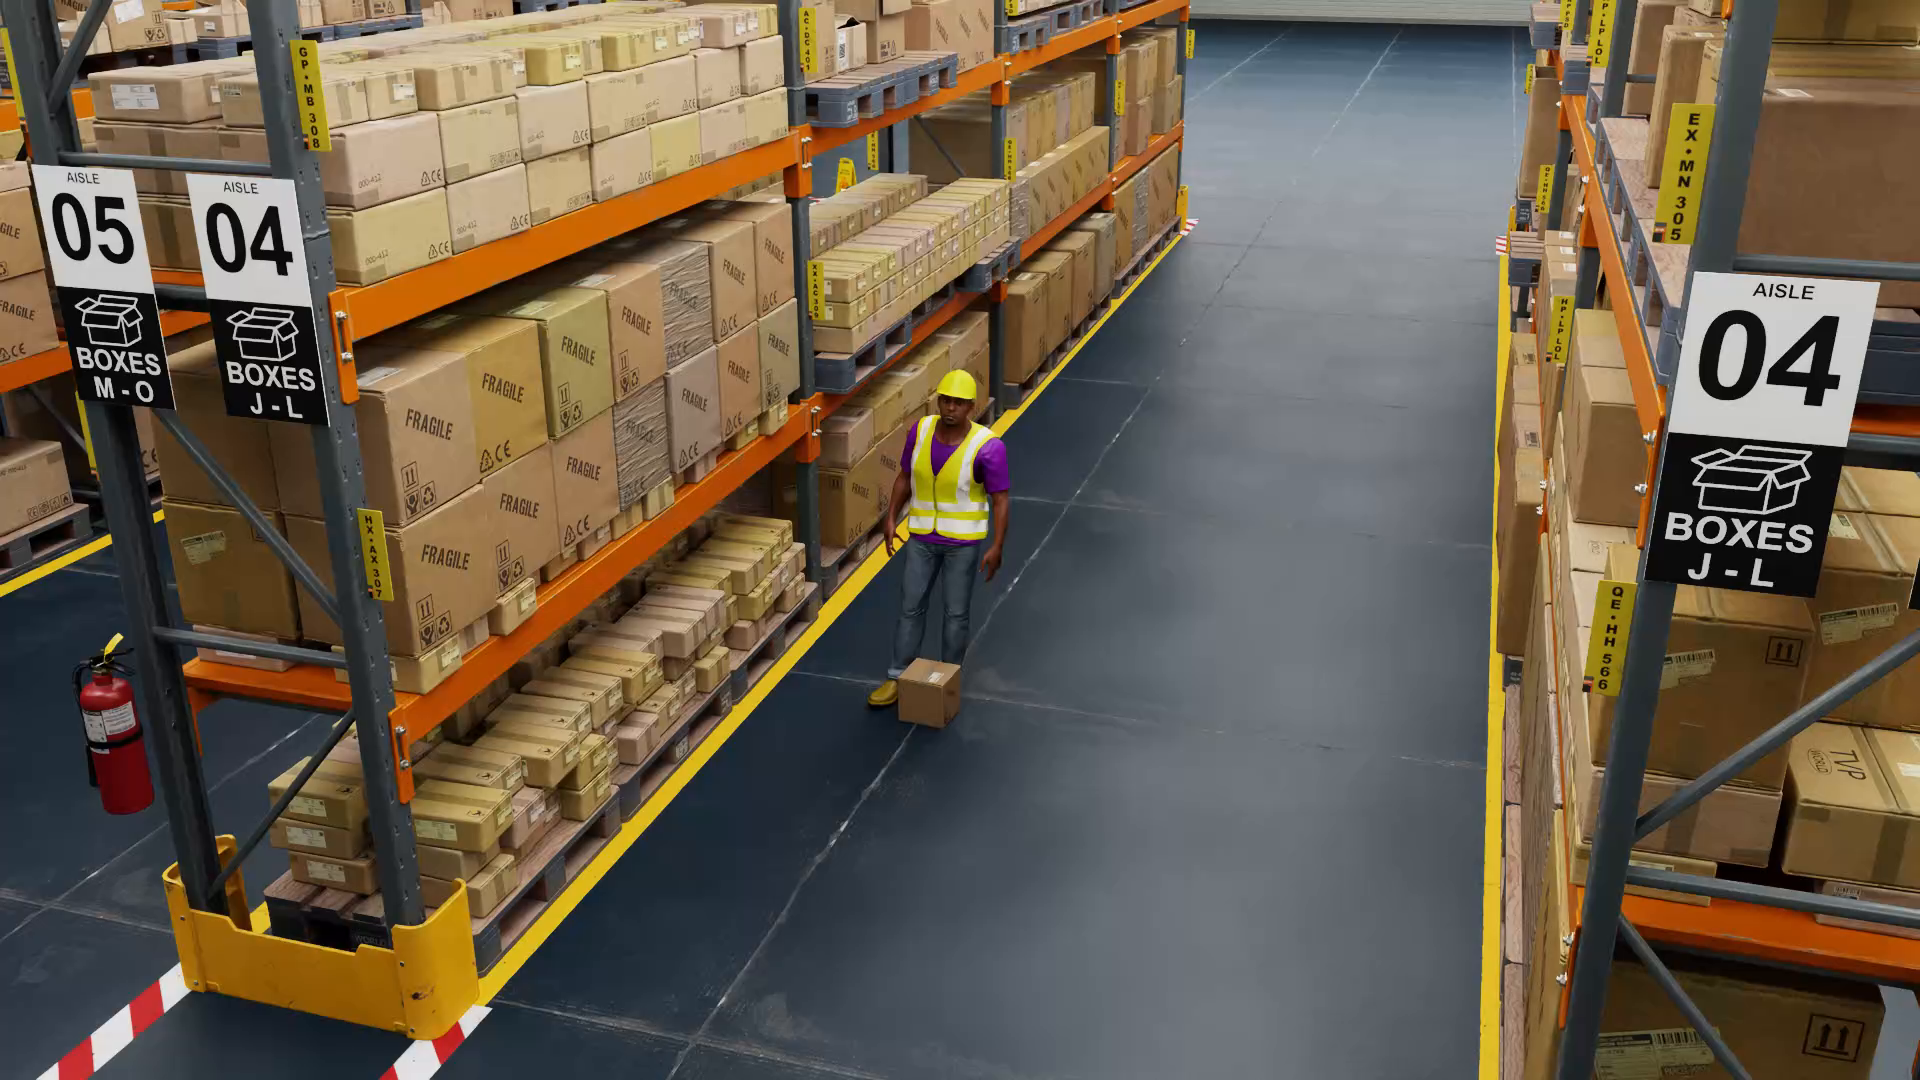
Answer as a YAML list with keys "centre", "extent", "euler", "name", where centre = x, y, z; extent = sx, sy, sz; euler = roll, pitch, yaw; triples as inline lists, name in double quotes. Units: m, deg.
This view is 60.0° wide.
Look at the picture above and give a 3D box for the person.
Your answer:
- centre: [-0.104, 0.009, 8.509]
  extent: [0.666, 1.766, 0.576]
  euler: [9, 24, 22]
  name: "person"
